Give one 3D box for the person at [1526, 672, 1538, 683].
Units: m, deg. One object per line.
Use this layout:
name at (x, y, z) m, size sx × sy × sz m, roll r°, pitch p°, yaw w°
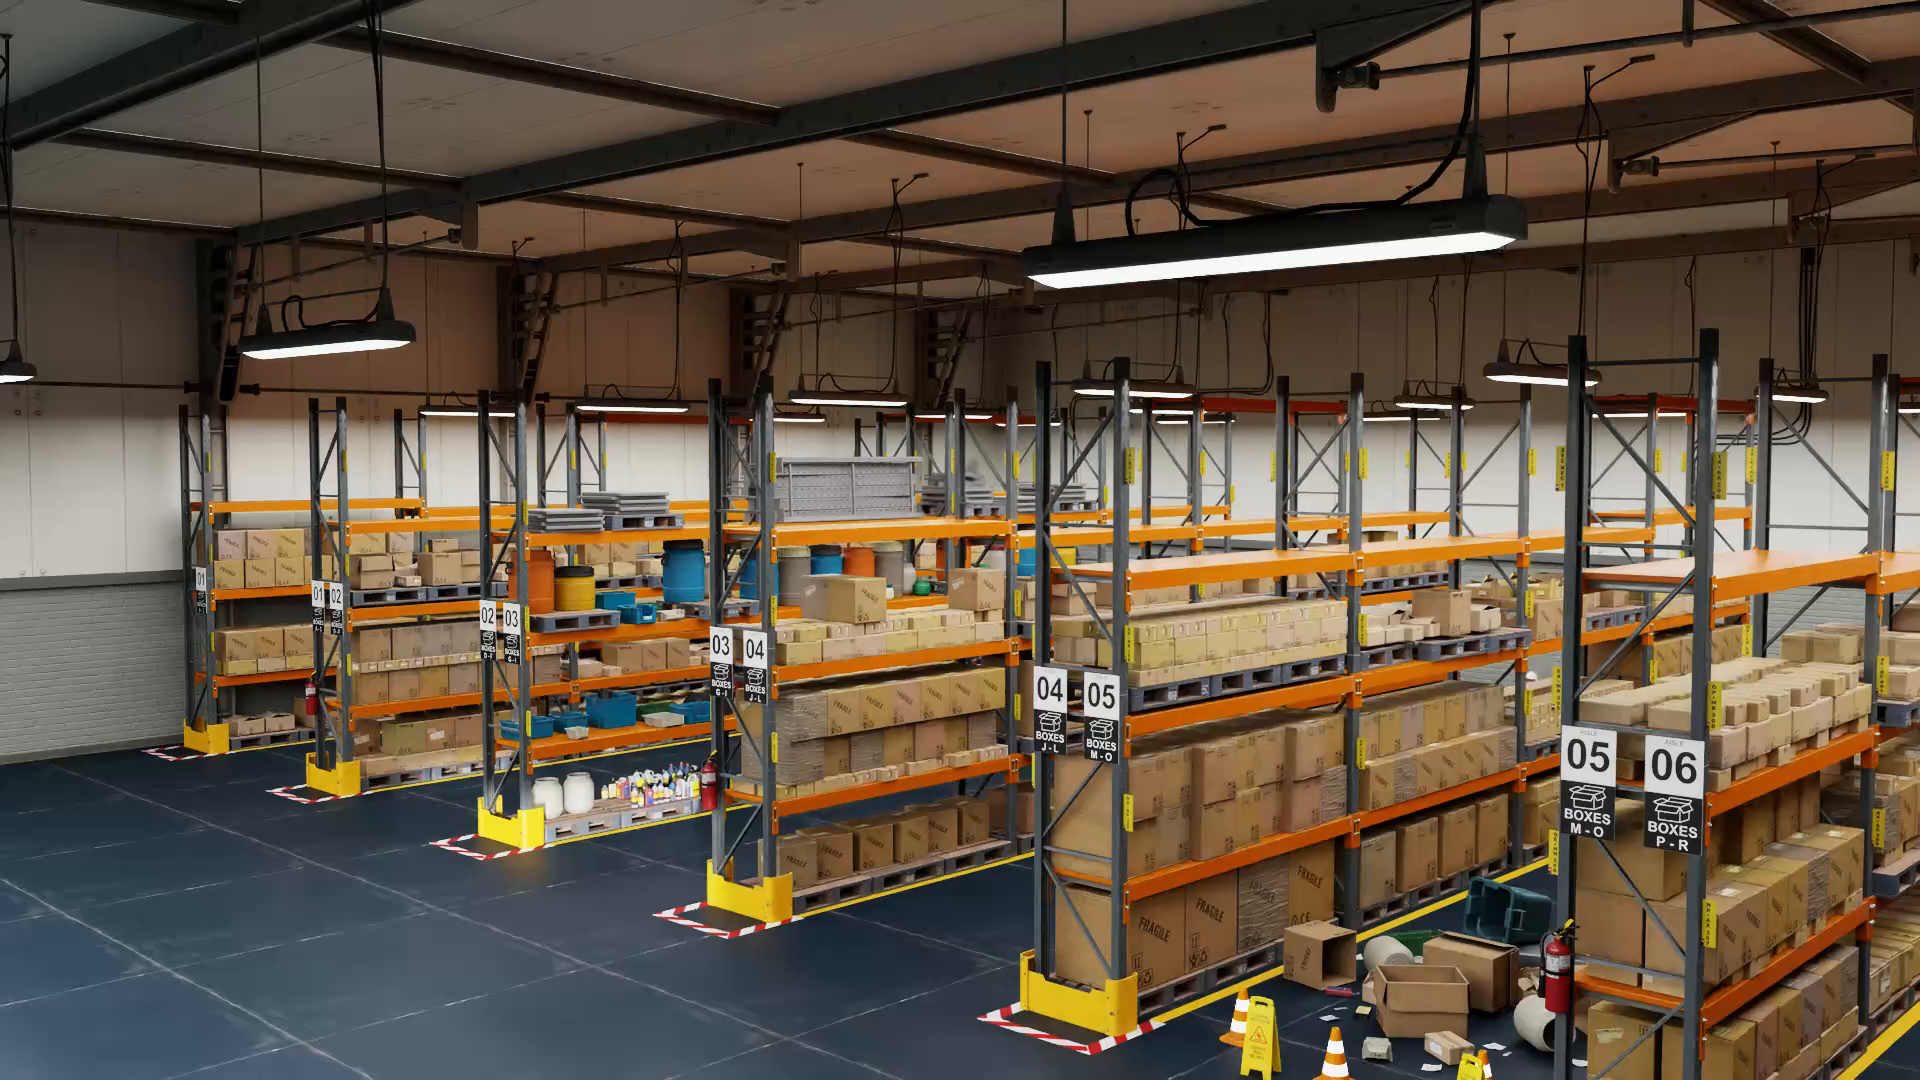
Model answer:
person at (8.948, 2.926, 26.072) m, size 0.604 × 1.730 × 0.702 m, roll -3°, pitch 4°, yaw -41°
